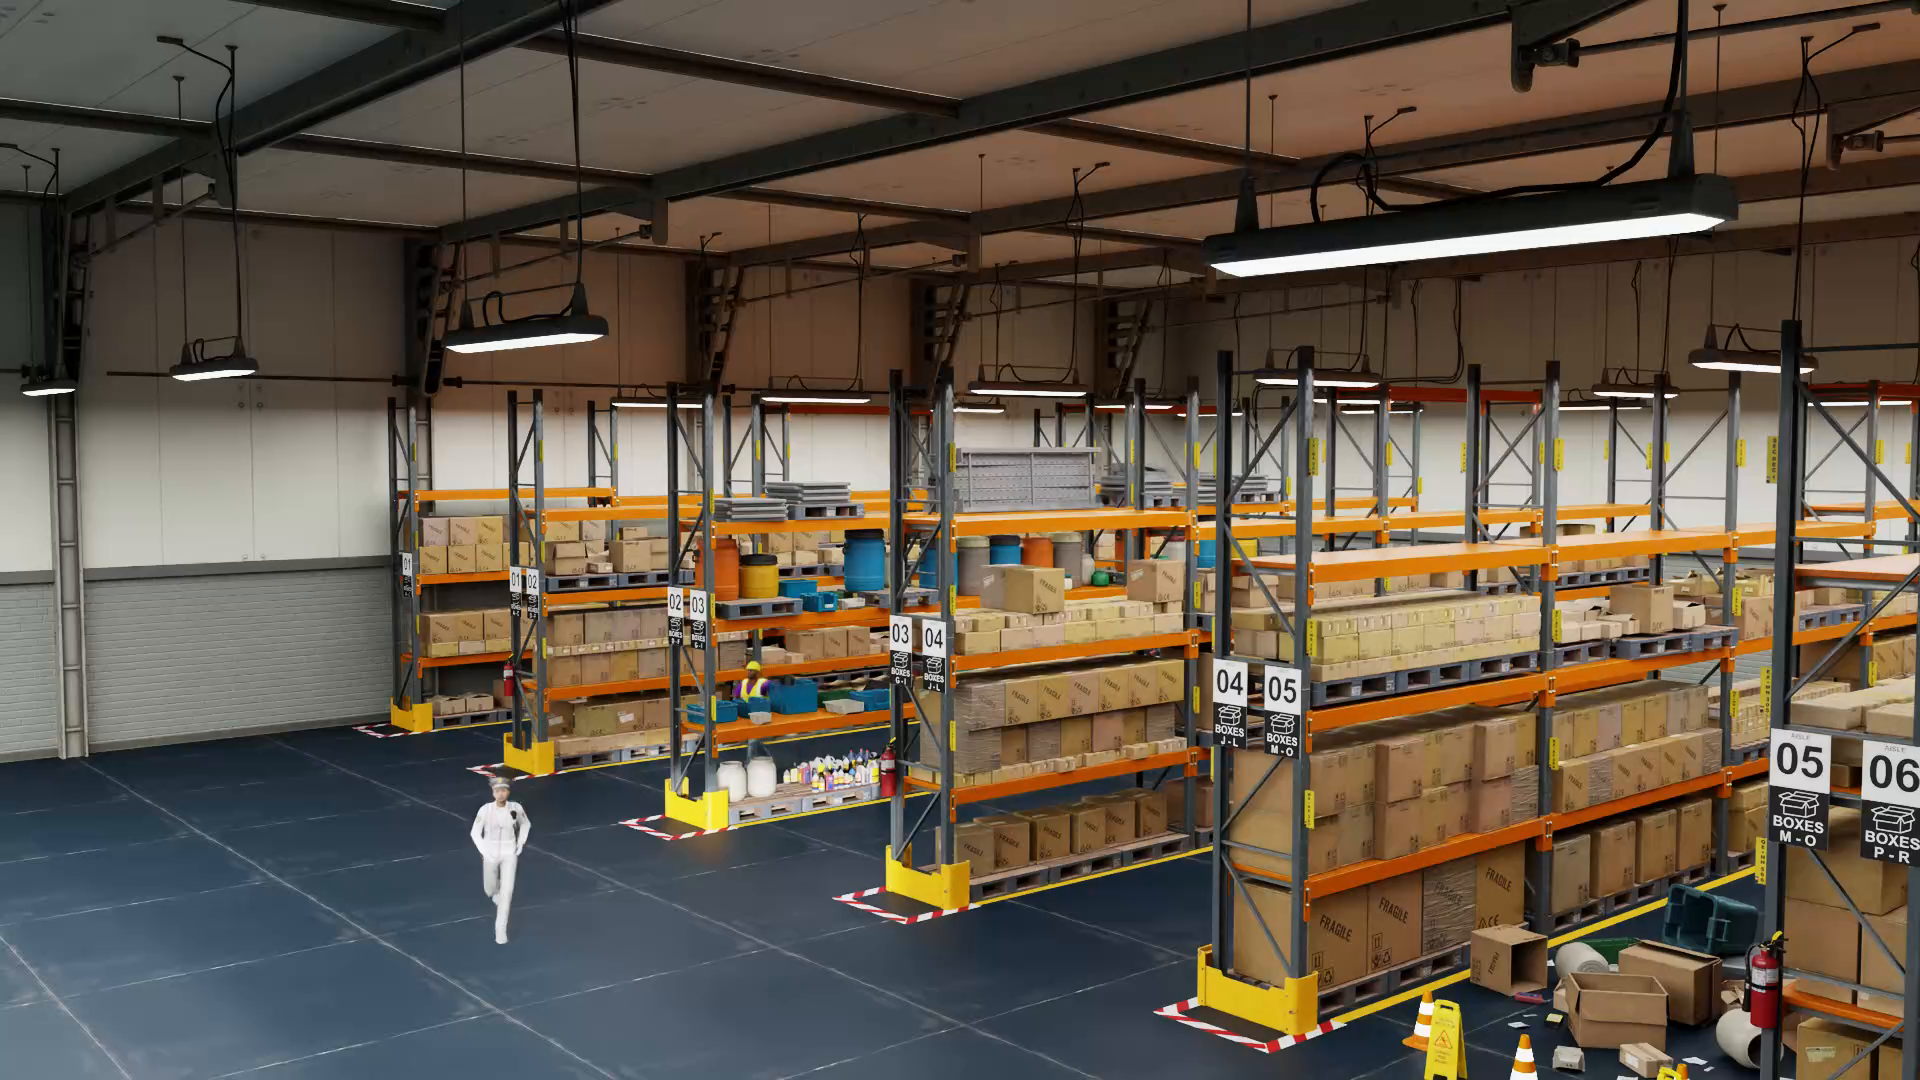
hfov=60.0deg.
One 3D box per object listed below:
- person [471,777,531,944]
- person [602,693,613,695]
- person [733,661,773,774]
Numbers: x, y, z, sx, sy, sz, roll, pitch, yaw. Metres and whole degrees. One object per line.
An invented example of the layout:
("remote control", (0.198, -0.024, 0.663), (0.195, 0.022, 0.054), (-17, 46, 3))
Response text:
("person", (-4.852, 3.329, 17.580), (0.601, 1.686, 0.949), (-1, 3, -10))
("person", (-6.272, 2.542, 29.606), (0.729, 1.802, 0.949), (3, 4, 42))
("person", (-3.183, 2.750, 25.711), (0.730, 1.770, 0.939), (2, 4, 30))
